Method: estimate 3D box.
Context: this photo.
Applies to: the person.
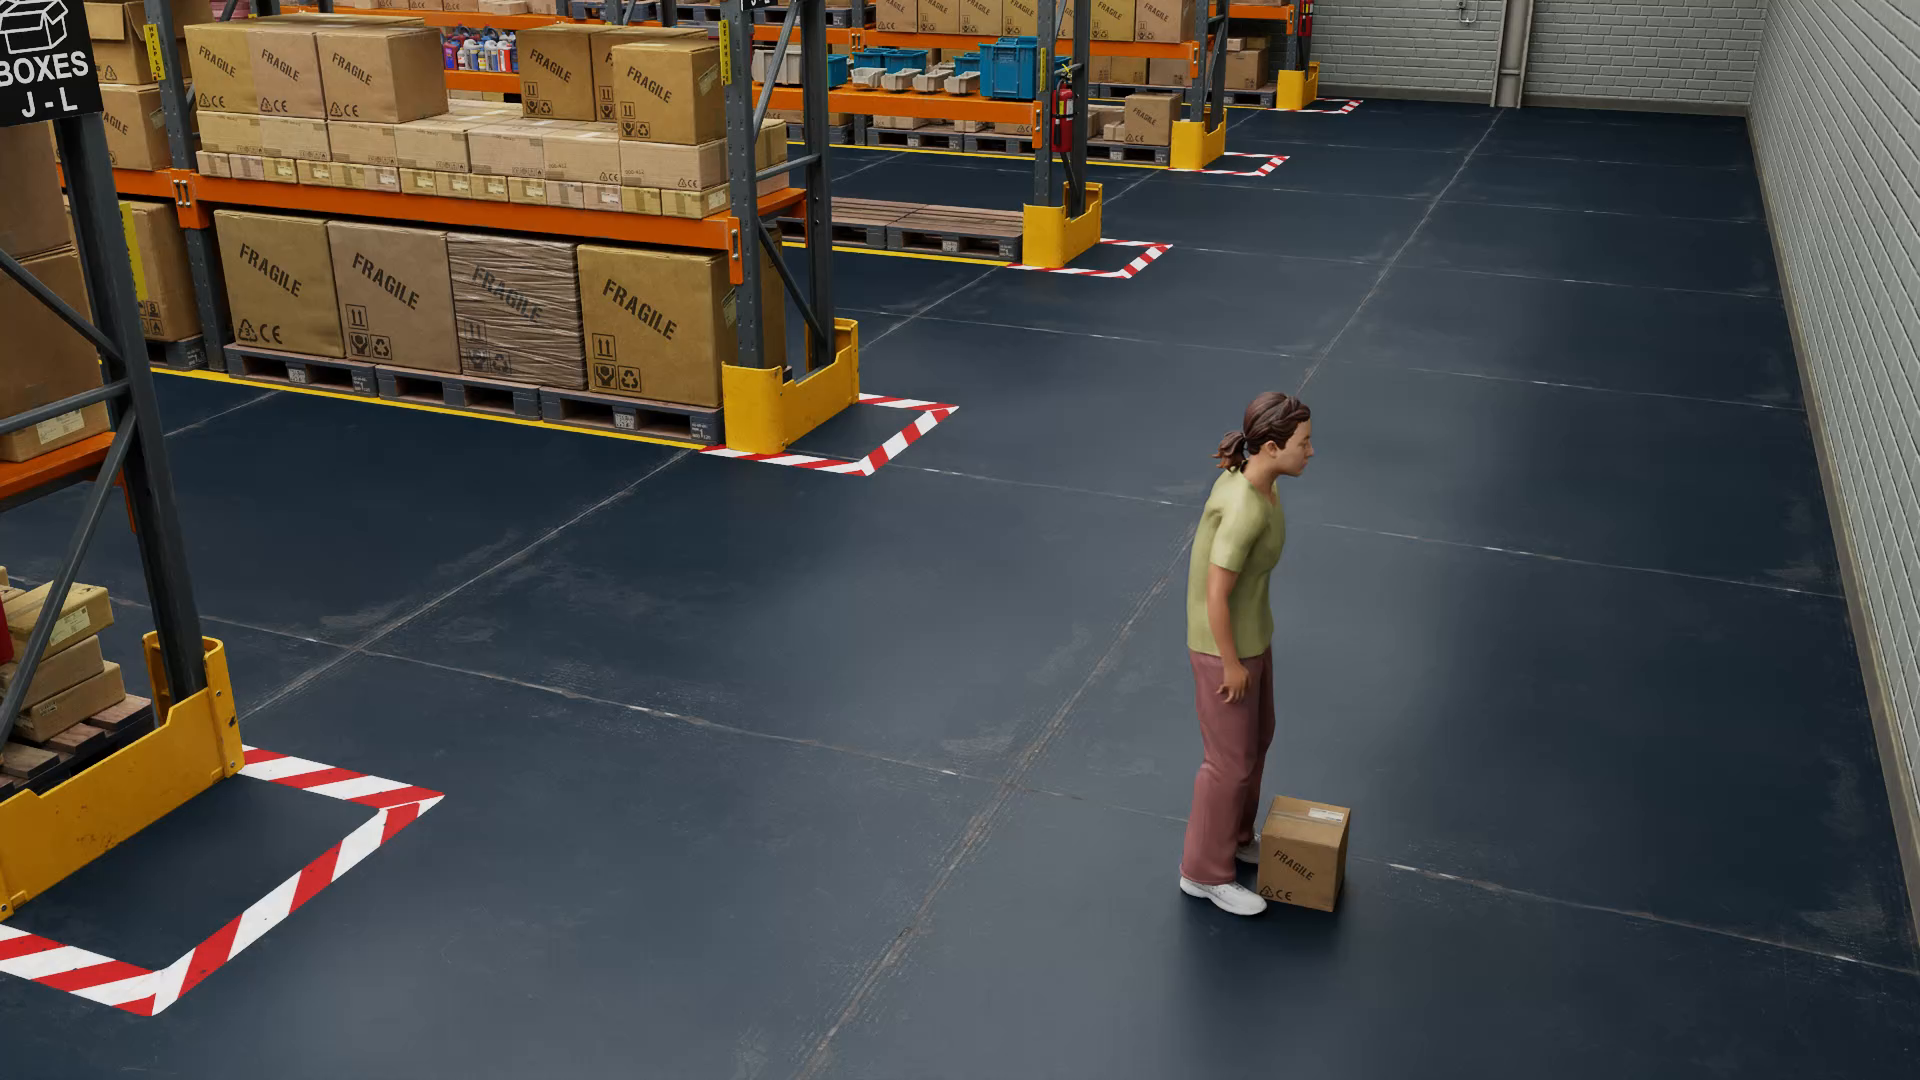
[{"bbox_3d":[0.901,0.337,5.279,0.363,1.672,0.521,7,24,17],"label":"person"}]
